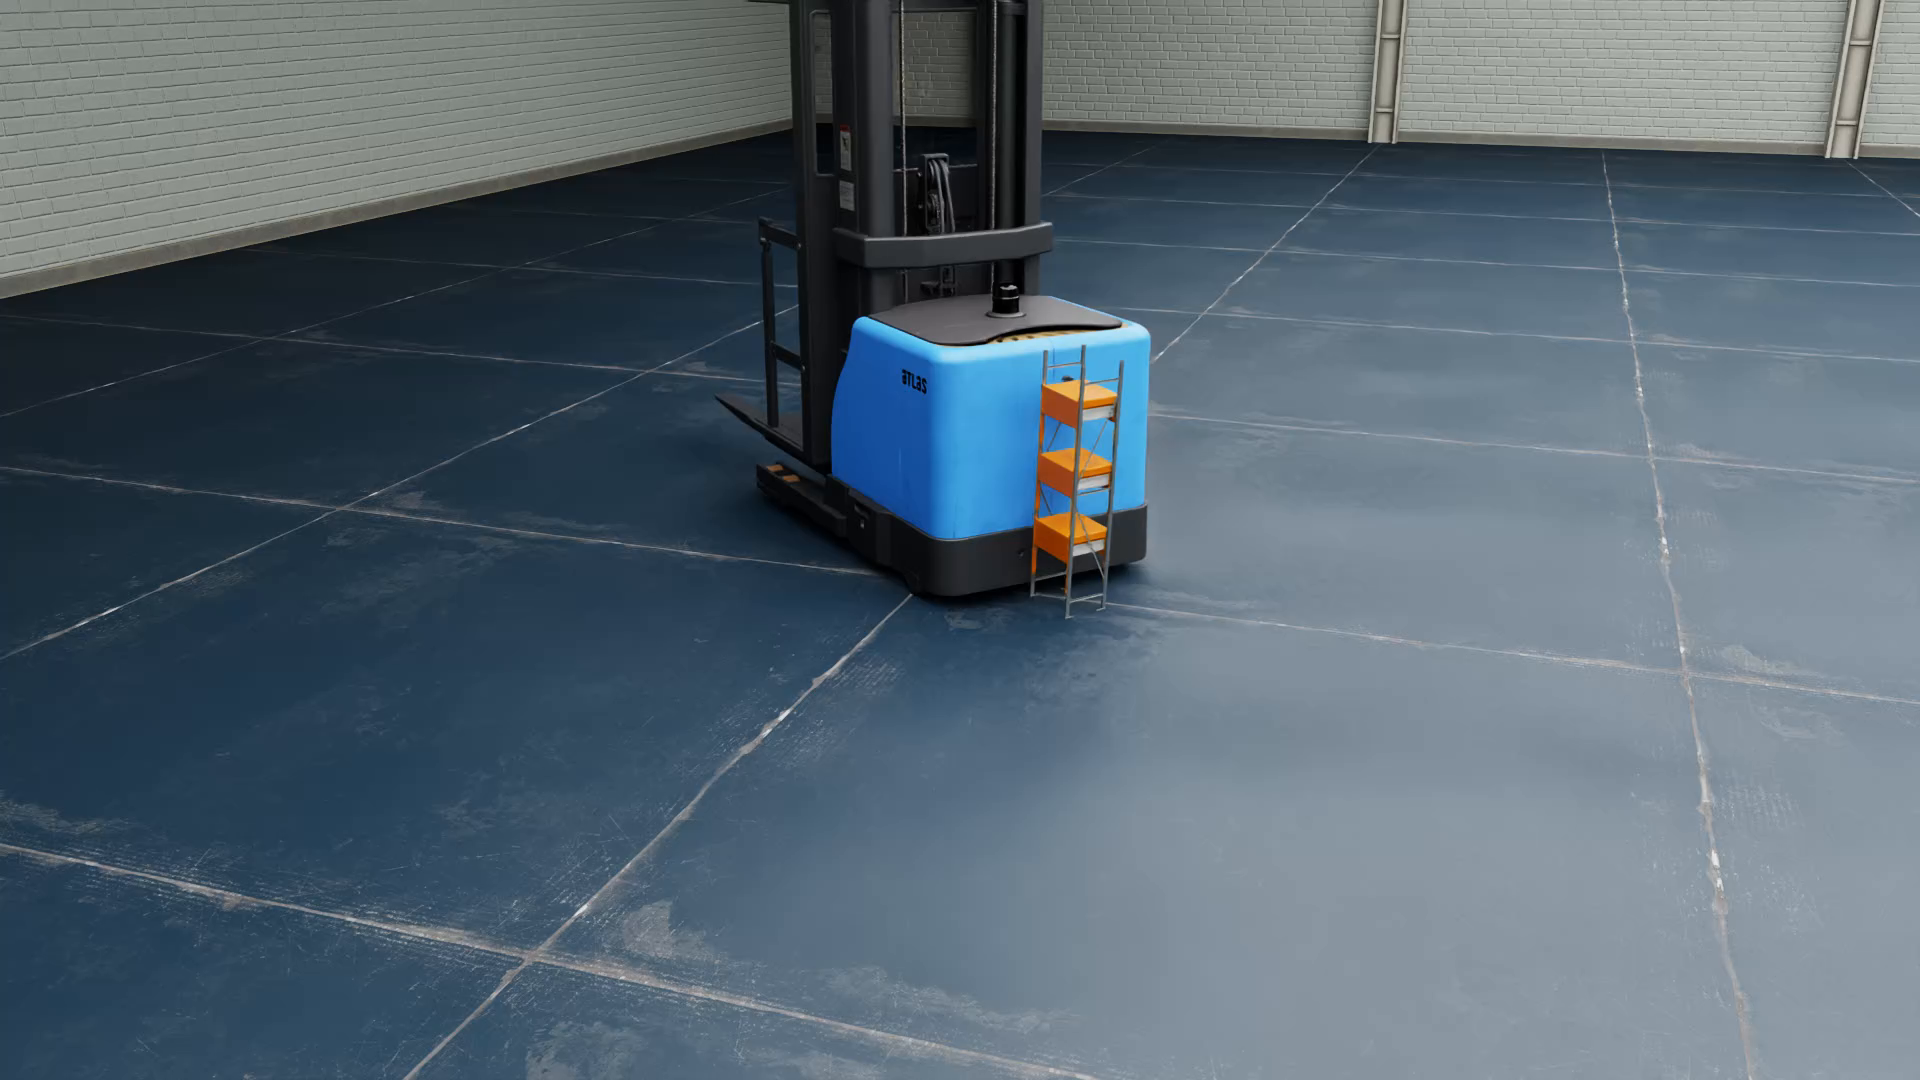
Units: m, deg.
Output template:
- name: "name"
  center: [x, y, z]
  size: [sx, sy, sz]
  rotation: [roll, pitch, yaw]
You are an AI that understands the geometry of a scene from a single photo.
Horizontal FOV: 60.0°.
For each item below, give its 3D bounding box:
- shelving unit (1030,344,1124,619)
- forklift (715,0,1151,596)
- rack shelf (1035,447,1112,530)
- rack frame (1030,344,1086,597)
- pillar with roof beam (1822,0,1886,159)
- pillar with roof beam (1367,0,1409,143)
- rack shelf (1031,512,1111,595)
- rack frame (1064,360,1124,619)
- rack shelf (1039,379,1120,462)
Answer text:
- name: "shelving unit"
  center: [0.458, -0.227, 6.609]
  size: [0.215, 1.050, 0.252]
  rotation: [-12, 26, -31]
- name: "forklift"
  center: [-0.343, -1.596, 7.701]
  size: [1.130, 2.935, 3.031]
  rotation: [-10, 22, -27]
- name: "rack shelf"
  center: [0.457, -0.217, 6.613]
  size: [0.215, 0.259, 0.240]
  rotation: [-12, 26, -31]
- name: "rack frame"
  center: [0.392, -0.269, 6.703]
  size: [0.200, 1.050, 0.008]
  rotation: [-12, 26, -31]
- name: "pillar with roof beam"
  center: [10.401, -8.053, 17.008]
  size: [0.400, 9.000, 9.100]
  rotation: [7, 20, 18]
- name: "pillar with roof beam"
  center: [4.734, -8.701, 18.867]
  size: [0.400, 9.000, 9.100]
  rotation: [7, 20, 18]
- name: "rack shelf"
  center: [0.447, 0.039, 6.719]
  size: [0.215, 0.259, 0.240]
  rotation: [-12, 26, -31]
- name: "rack frame"
  center: [0.523, -0.185, 6.515]
  size: [0.200, 1.050, 0.008]
  rotation: [-12, 26, -31]
- name: "rack shelf"
  center: [0.468, -0.479, 6.504]
  size: [0.215, 0.259, 0.240]
  rotation: [-12, 26, -31]
